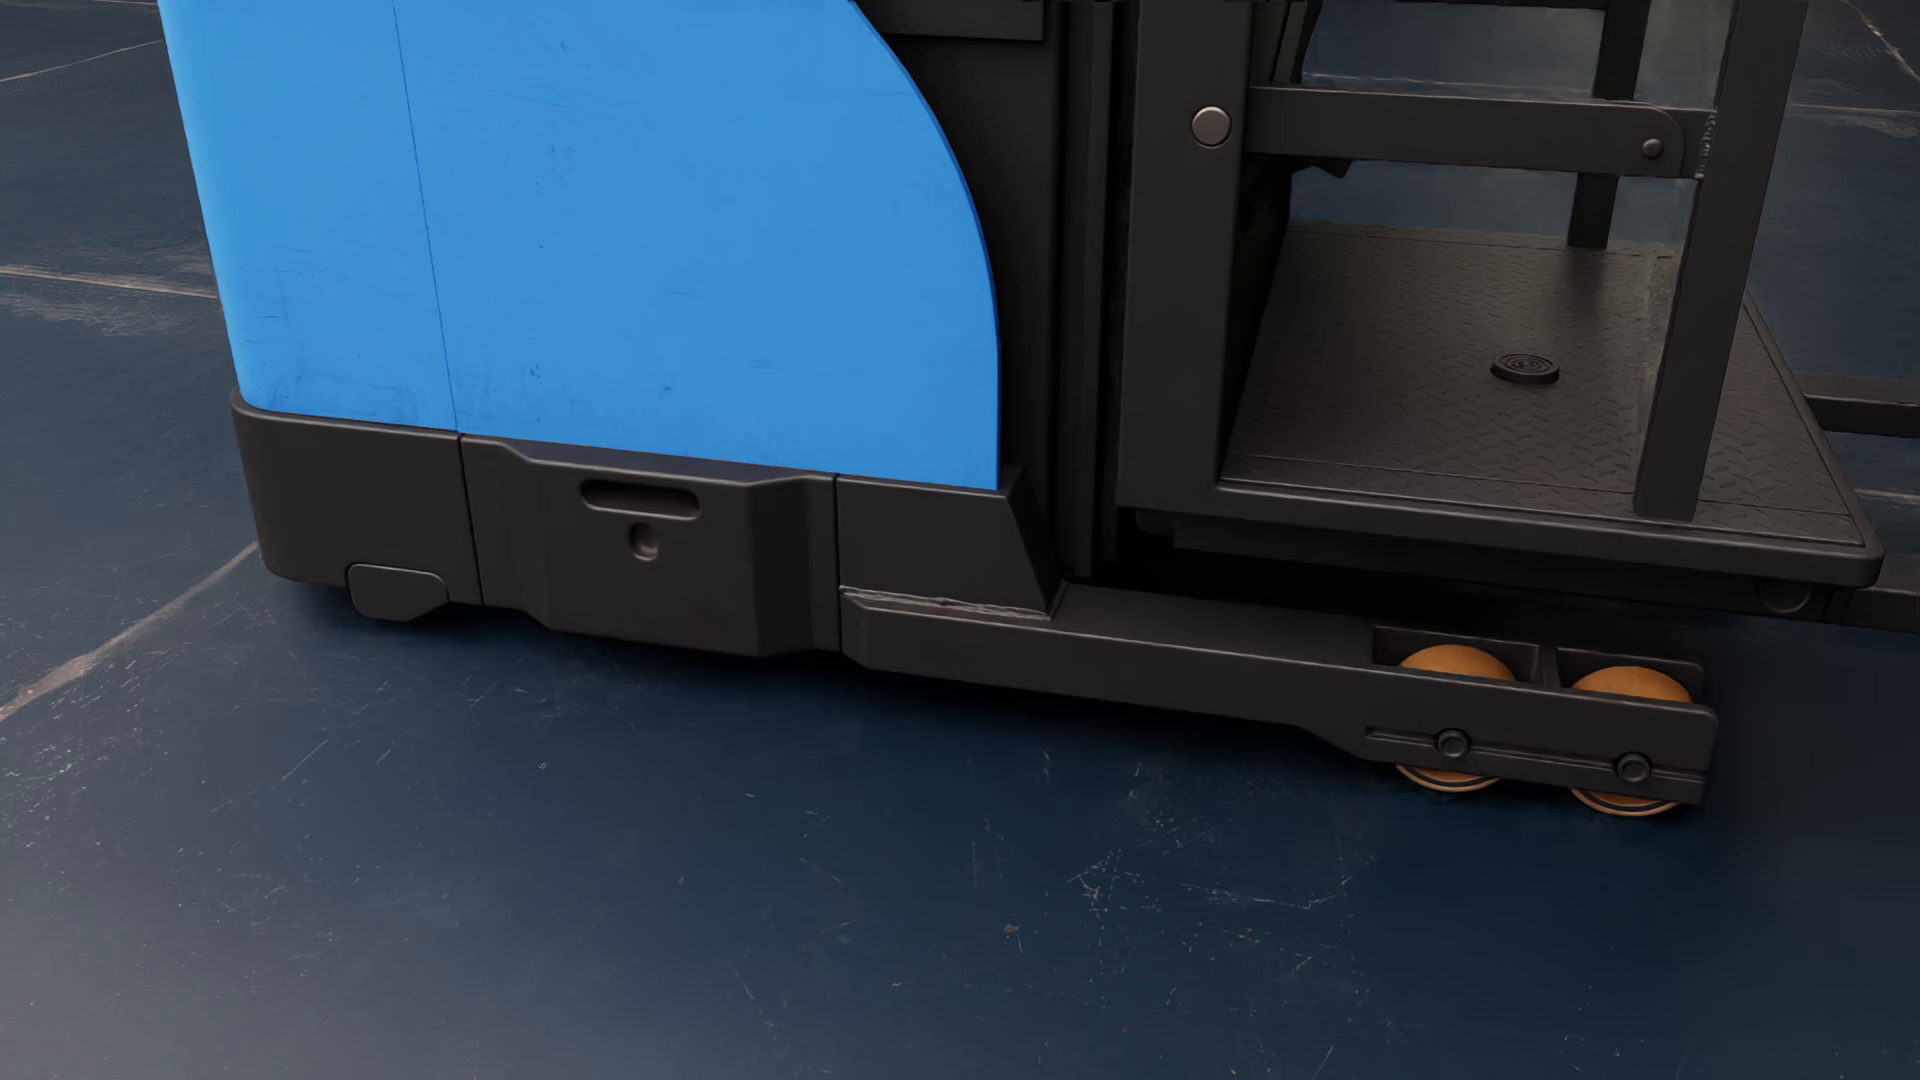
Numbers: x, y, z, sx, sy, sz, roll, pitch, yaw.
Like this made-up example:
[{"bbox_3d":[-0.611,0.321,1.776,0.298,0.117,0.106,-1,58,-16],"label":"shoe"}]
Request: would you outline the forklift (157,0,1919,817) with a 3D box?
[{"bbox_3d":[0.607,-1.260,1.744,3.031,2.935,1.130,7,28,13],"label":"forklift"}]
